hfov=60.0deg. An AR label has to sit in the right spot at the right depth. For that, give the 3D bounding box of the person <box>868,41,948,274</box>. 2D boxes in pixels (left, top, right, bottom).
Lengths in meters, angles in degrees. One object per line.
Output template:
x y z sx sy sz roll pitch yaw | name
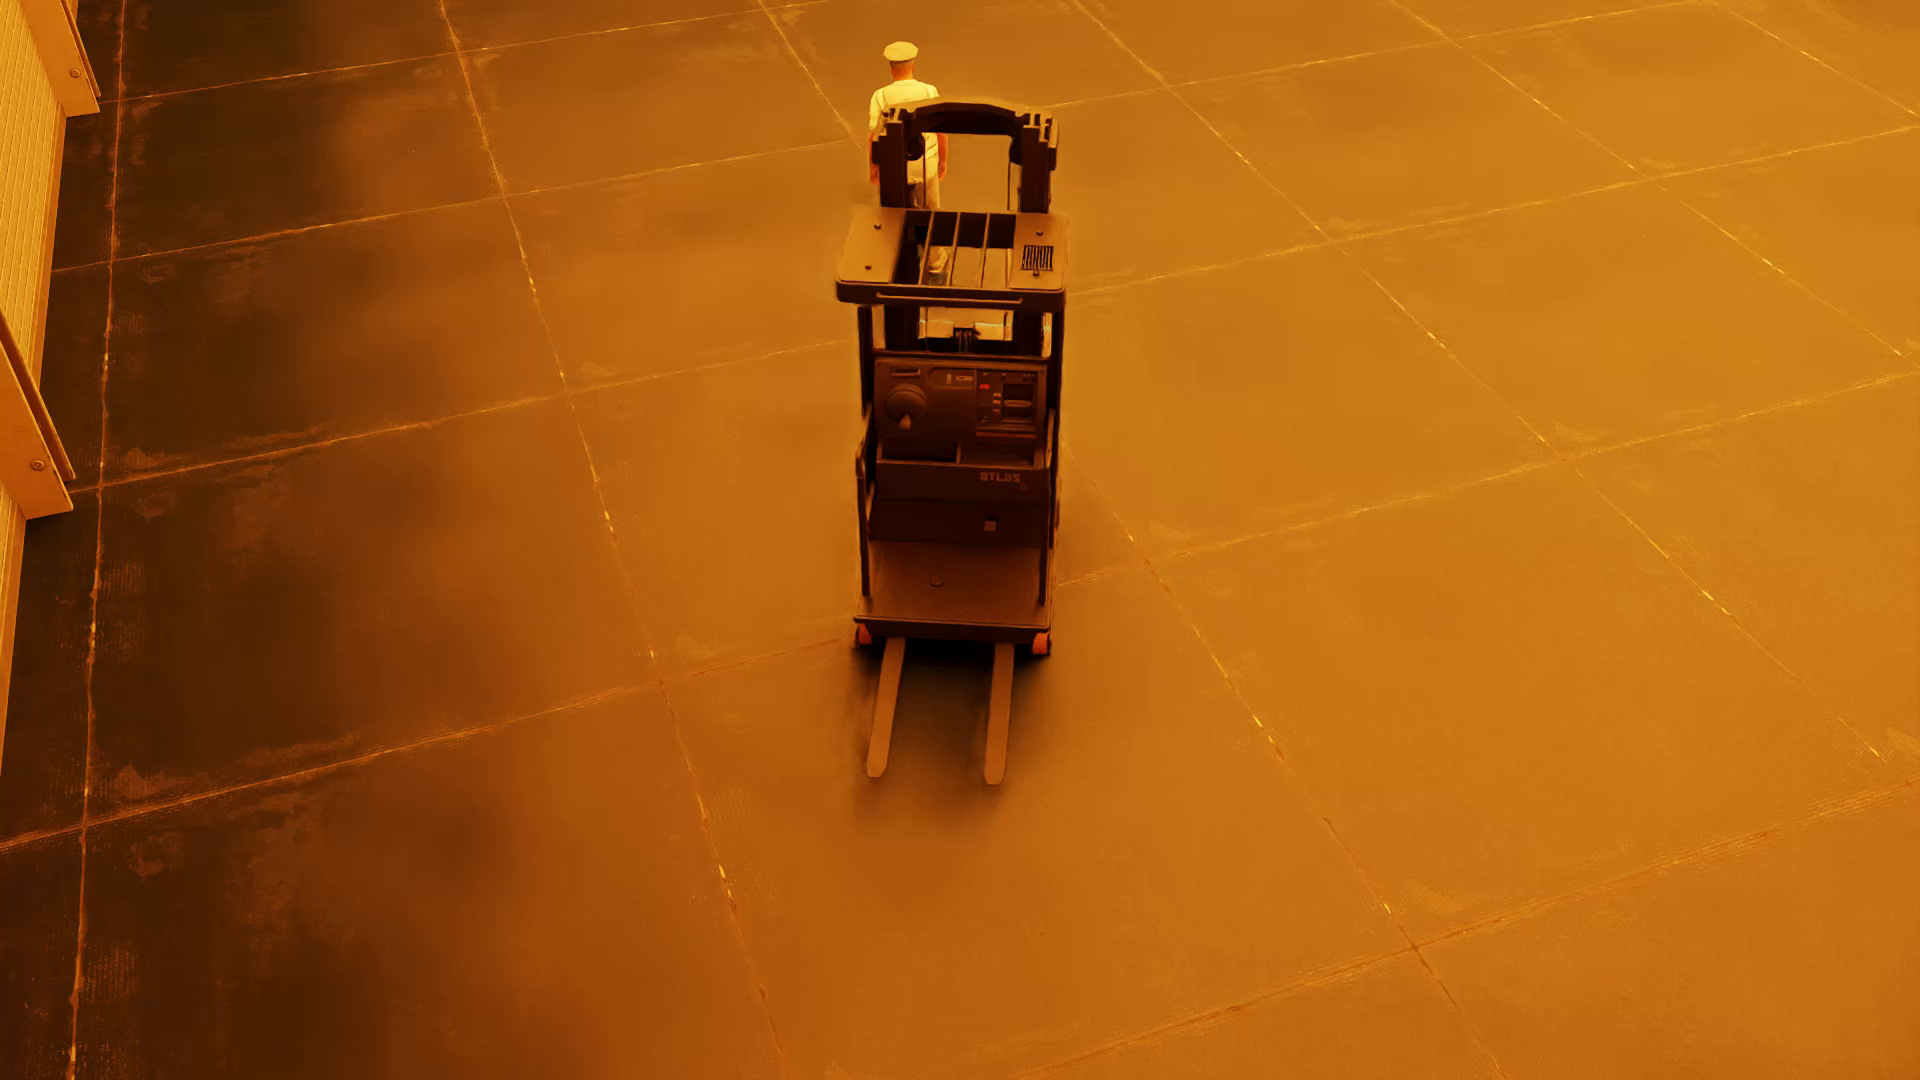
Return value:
-0.377 -2.742 12.182 0.588 1.746 0.441 -5 40 -6 | person

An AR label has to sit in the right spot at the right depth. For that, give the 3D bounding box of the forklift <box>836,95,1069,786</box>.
-0.015 -0.693 8.822 1.130 2.935 3.031 3 40 4 | forklift
